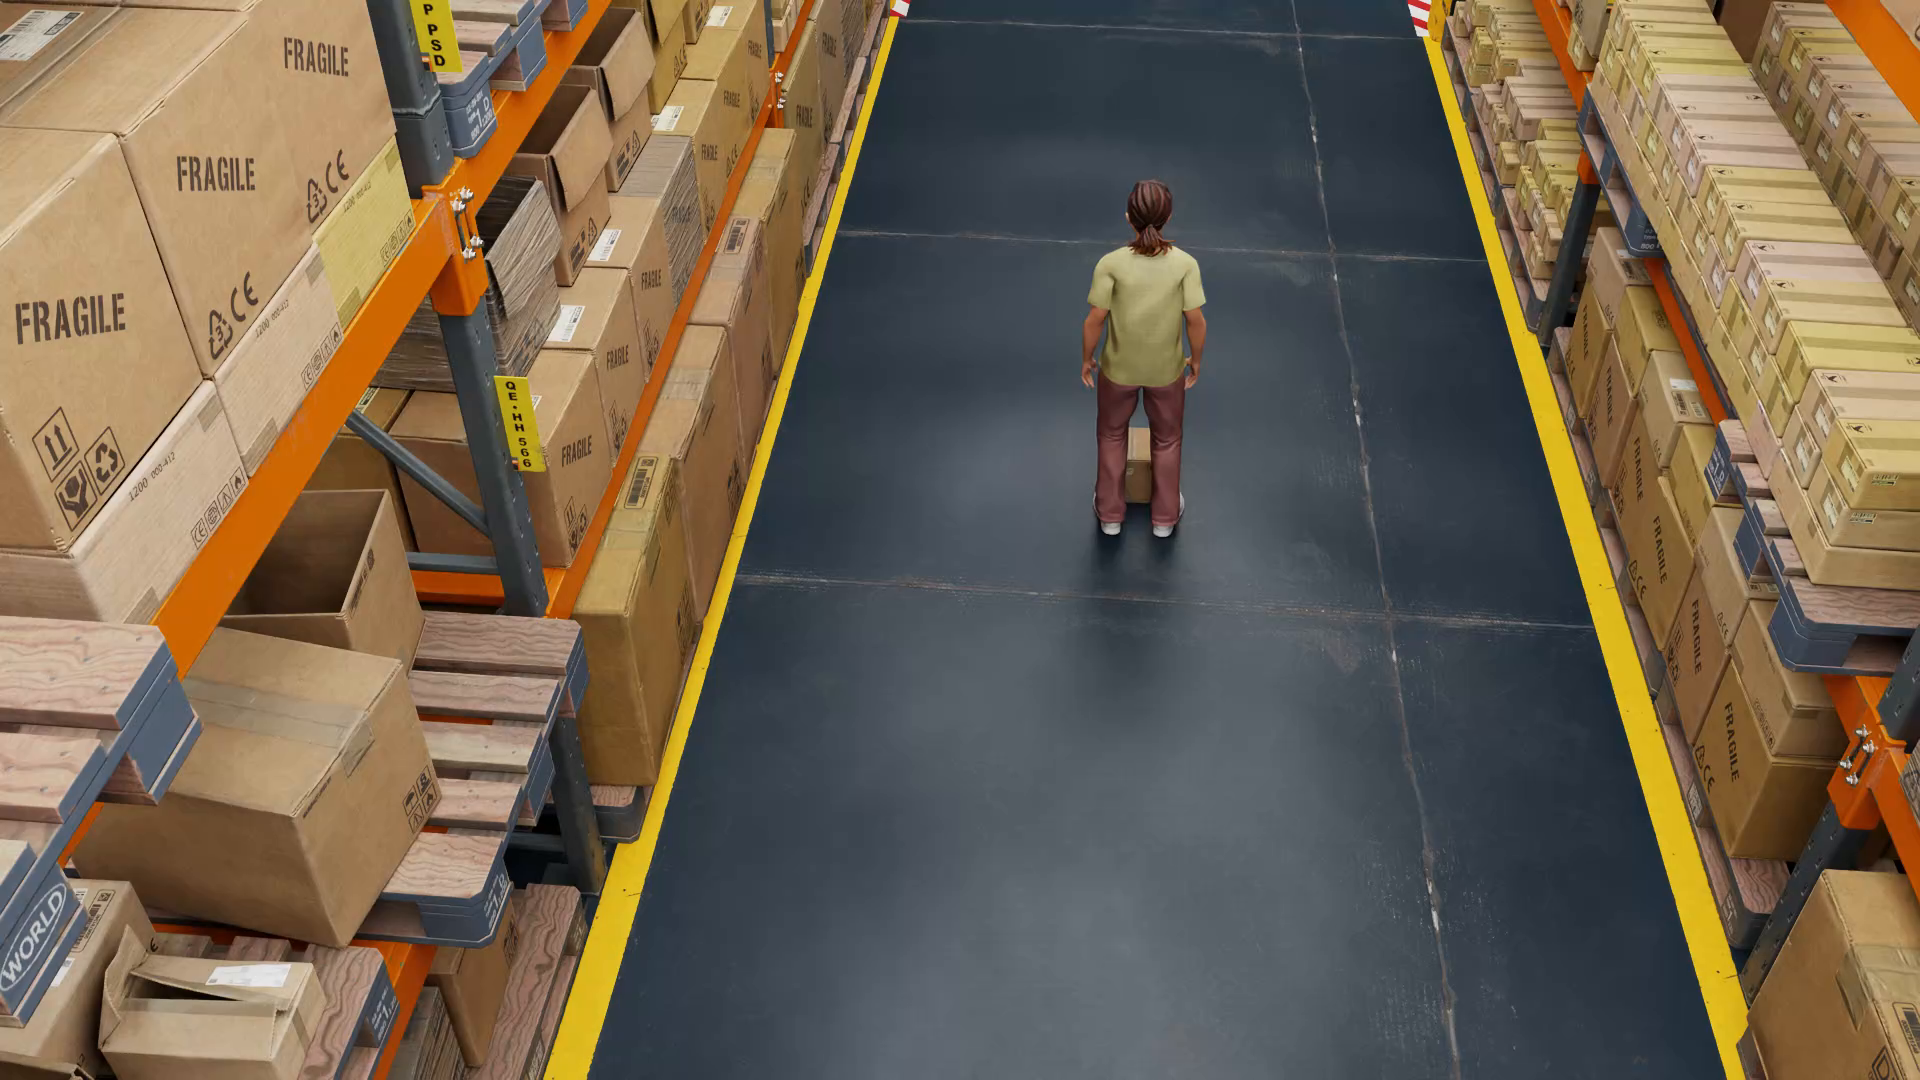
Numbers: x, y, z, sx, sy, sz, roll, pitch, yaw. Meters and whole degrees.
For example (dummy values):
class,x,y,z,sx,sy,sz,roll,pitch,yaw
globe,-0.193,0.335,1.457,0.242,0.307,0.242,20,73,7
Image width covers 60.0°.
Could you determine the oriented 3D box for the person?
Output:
class,x,y,z,sx,sy,sz,roll,pitch,yaw
person,0.766,-0.732,7.024,0.513,1.673,0.357,2,40,2
